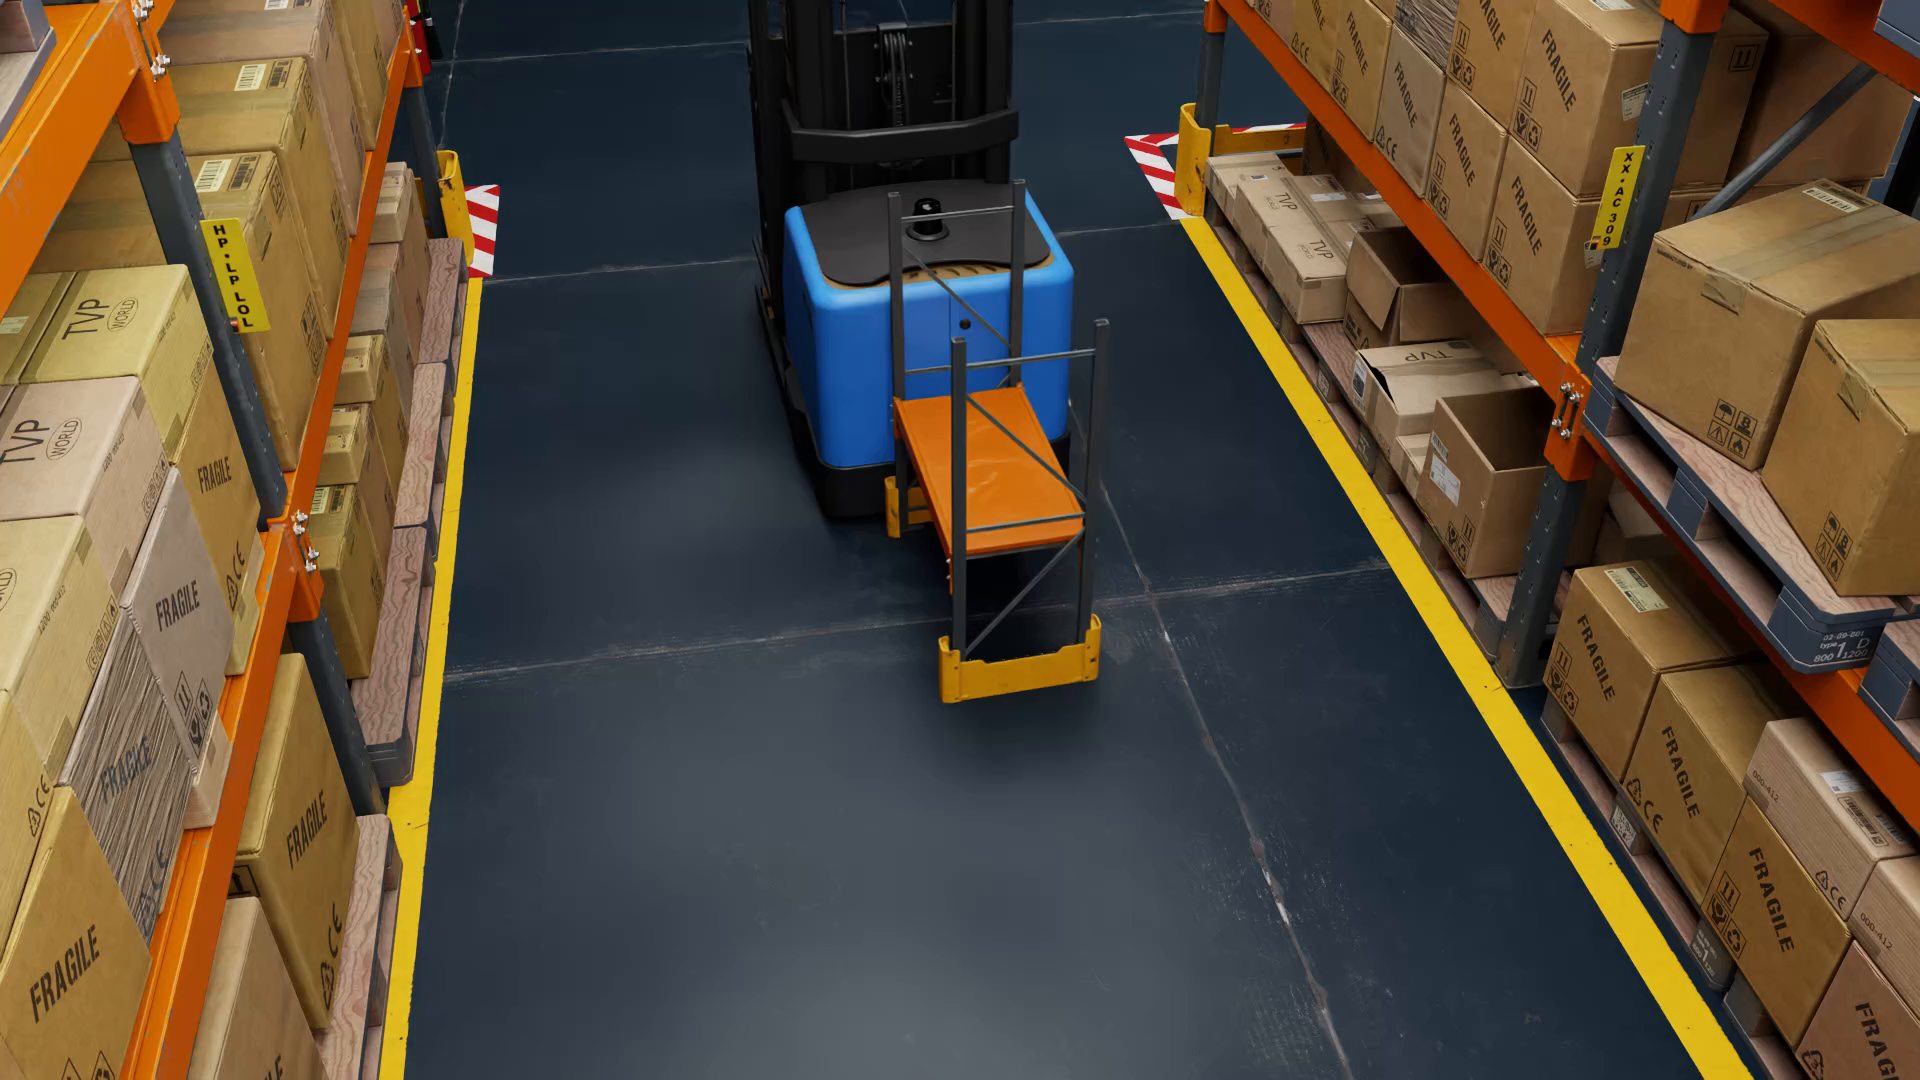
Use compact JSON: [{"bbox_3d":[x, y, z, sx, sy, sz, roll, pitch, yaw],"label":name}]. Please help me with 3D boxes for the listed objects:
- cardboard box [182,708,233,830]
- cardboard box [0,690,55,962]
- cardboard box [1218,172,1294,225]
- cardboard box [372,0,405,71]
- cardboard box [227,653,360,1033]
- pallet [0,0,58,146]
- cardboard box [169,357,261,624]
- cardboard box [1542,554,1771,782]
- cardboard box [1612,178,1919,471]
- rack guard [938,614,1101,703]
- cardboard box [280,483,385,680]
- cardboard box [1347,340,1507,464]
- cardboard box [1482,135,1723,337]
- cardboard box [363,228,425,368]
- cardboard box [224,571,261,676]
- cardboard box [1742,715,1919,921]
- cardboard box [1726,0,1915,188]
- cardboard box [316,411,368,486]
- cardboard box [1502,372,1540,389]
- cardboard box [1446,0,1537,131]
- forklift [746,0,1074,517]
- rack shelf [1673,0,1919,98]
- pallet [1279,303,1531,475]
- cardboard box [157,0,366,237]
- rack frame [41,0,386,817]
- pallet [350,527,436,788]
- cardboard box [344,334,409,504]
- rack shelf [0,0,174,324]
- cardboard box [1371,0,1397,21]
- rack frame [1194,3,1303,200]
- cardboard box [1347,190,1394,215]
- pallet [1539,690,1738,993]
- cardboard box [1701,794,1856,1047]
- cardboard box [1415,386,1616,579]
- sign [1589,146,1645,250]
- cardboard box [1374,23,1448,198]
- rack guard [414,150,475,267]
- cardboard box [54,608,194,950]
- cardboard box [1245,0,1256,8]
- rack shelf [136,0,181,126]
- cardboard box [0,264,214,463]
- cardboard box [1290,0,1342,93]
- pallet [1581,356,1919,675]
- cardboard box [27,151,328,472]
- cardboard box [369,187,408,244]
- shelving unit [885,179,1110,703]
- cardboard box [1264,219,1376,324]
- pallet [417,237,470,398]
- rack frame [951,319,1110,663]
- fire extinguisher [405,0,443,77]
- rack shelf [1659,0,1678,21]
[{"bbox_3d":[-1.898,0.539,3.799,0.380,0.149,0.250,-6,38,-8],"label":"cardboard box"},{"bbox_3d":[-1.816,0.529,2.672,0.500,0.250,0.500,-7,38,-9],"label":"cardboard box"},{"bbox_3d":[1.545,-1.755,8.515,0.380,0.166,0.250,-6,38,-8],"label":"cardboard box"},{"bbox_3d":[-3.011,-2.418,7.172,0.980,0.700,0.700,-5,38,-6],"label":"cardboard box"},{"bbox_3d":[-2.167,0.872,4.593,0.750,0.750,0.750,-6,38,-7],"label":"cardboard box"},{"bbox_3d":[-2.200,-0.751,2.982,0.805,0.209,1.217,-8,39,-10],"label":"pallet"},{"bbox_3d":[-2.080,-0.103,4.098,0.500,0.500,0.500,-7,38,-9],"label":"cardboard box"},{"bbox_3d":[2.312,0.407,5.461,0.500,0.500,0.500,-8,39,-10],"label":"cardboard box"},{"bbox_3d":[2.330,-0.620,4.680,0.700,0.500,0.500,-19,42,-23],"label":"cardboard box"},{"bbox_3d":[0.215,0.428,5.996,0.587,0.250,0.087,-8,39,-10],"label":"rack guard"},{"bbox_3d":[-2.439,0.168,5.783,0.700,0.500,0.500,-6,38,-7],"label":"cardboard box"},{"bbox_3d":[1.957,-0.604,6.915,0.500,0.311,0.500,-6,38,-8],"label":"cardboard box"},{"bbox_3d":[2.127,-1.039,5.561,0.500,0.500,0.500,-6,38,-7],"label":"cardboard box"},{"bbox_3d":[-2.801,-1.071,7.378,0.700,0.500,0.500,-6,38,-8],"label":"cardboard box"},{"bbox_3d":[-2.003,0.225,4.204,0.380,0.149,0.250,-6,38,-7],"label":"cardboard box"},{"bbox_3d":[2.488,0.714,4.453,0.500,0.250,0.500,-6,38,-8],"label":"cardboard box"},{"bbox_3d":[2.662,-1.474,5.306,0.500,0.500,0.500,-5,38,-7],"label":"cardboard box"},{"bbox_3d":[-2.319,-0.314,5.876,0.380,0.149,0.250,-5,38,-6],"label":"cardboard box"},{"bbox_3d":[2.445,-0.578,7.000,0.380,0.166,0.250,-6,38,-8],"label":"cardboard box"},{"bbox_3d":[2.031,-1.746,5.656,0.500,0.500,0.500,-7,38,-9],"label":"cardboard box"},{"bbox_3d":[-0.377,-2.156,7.136,1.130,2.935,3.031,-8,39,-10],"label":"forklift"},{"bbox_3d":[2.818,-0.418,2.984,1.077,0.370,4.000,-6,38,-8],"label":"rack shelf"},{"bbox_3d":[2.131,-0.777,7.579,1.003,0.211,1.213,-6,38,-8],"label":"pallet"},{"bbox_3d":[-2.748,-1.518,6.014,0.980,0.700,0.700,-8,39,-10],"label":"cardboard box"},{"bbox_3d":[-2.409,-0.190,4.550,1.000,3.000,0.127,-6,38,-8],"label":"rack frame"},{"bbox_3d":[-2.465,0.443,6.007,1.003,0.211,1.213,-6,38,-8],"label":"pallet"},{"bbox_3d":[-2.612,-0.446,6.574,0.700,0.500,0.500,-5,38,-7],"label":"cardboard box"},{"bbox_3d":[-2.058,0.117,2.295,1.077,0.370,4.000,-6,38,-8],"label":"rack shelf"},{"bbox_3d":[1.856,-2.355,6.440,0.500,0.500,0.500,-7,38,-8],"label":"cardboard box"},{"bbox_3d":[1.766,-3.141,8.348,1.000,3.000,0.127,-6,38,-8],"label":"rack frame"},{"bbox_3d":[2.086,-1.640,8.367,0.380,0.166,0.250,-6,38,-8],"label":"cardboard box"},{"bbox_3d":[2.647,0.863,5.467,1.003,0.211,1.213,-6,38,-8],"label":"pallet"},{"bbox_3d":[2.497,1.030,4.658,0.500,0.500,0.500,-6,38,-7],"label":"cardboard box"},{"bbox_3d":[2.088,-0.225,6.274,0.500,0.500,0.500,-6,38,-8],"label":"cardboard box"},{"bbox_3d":[1.935,-1.004,4.892,0.100,0.325,0.005,-6,38,-8],"label":"sign"},{"bbox_3d":[1.943,-1.660,6.361,0.500,0.500,0.500,-5,38,-7],"label":"cardboard box"},{"bbox_3d":[-3.114,-1.634,8.445,1.175,0.500,0.348,-6,38,-8],"label":"rack guard"},{"bbox_3d":[-1.901,0.508,3.311,0.500,0.500,0.500,-6,38,-8],"label":"cardboard box"},{"bbox_3d":[1.584,-2.884,7.936,0.500,0.500,0.500,-5,38,-7],"label":"cardboard box"},{"bbox_3d":[-2.760,-2.299,5.405,1.077,0.370,4.000,-6,38,-8],"label":"rack shelf"},{"bbox_3d":[-2.075,-0.397,3.864,0.500,0.250,0.500,-5,38,-7],"label":"cardboard box"},{"bbox_3d":[1.765,-2.270,7.145,0.500,0.500,0.500,-6,38,-8],"label":"cardboard box"},{"bbox_3d":[2.500,-0.155,4.661,1.003,0.211,1.213,-6,38,-8],"label":"pallet"},{"bbox_3d":[-2.488,-0.638,4.882,0.980,0.700,0.700,-6,38,-7],"label":"cardboard box"},{"bbox_3d":[-2.642,-1.417,7.295,0.380,0.149,0.250,-5,38,-7],"label":"cardboard box"},{"bbox_3d":[0.102,-0.363,5.995,0.587,1.500,1.083,-8,39,-10],"label":"shelving unit"},{"bbox_3d":[1.757,-1.266,7.817,0.500,0.250,0.500,-6,38,-8],"label":"cardboard box"},{"bbox_3d":[-2.893,-1.030,7.904,1.003,0.211,1.213,-6,38,-8],"label":"pallet"},{"bbox_3d":[0.219,-0.054,5.597,0.500,1.500,0.032,-8,39,-10],"label":"rack frame"},{"bbox_3d":[-2.682,-2.569,7.979,0.296,0.674,0.183,-6,38,-8],"label":"fire extinguisher"},{"bbox_3d":[2.117,-2.834,6.094,1.077,0.370,4.000,-6,38,-8],"label":"rack shelf"}]
